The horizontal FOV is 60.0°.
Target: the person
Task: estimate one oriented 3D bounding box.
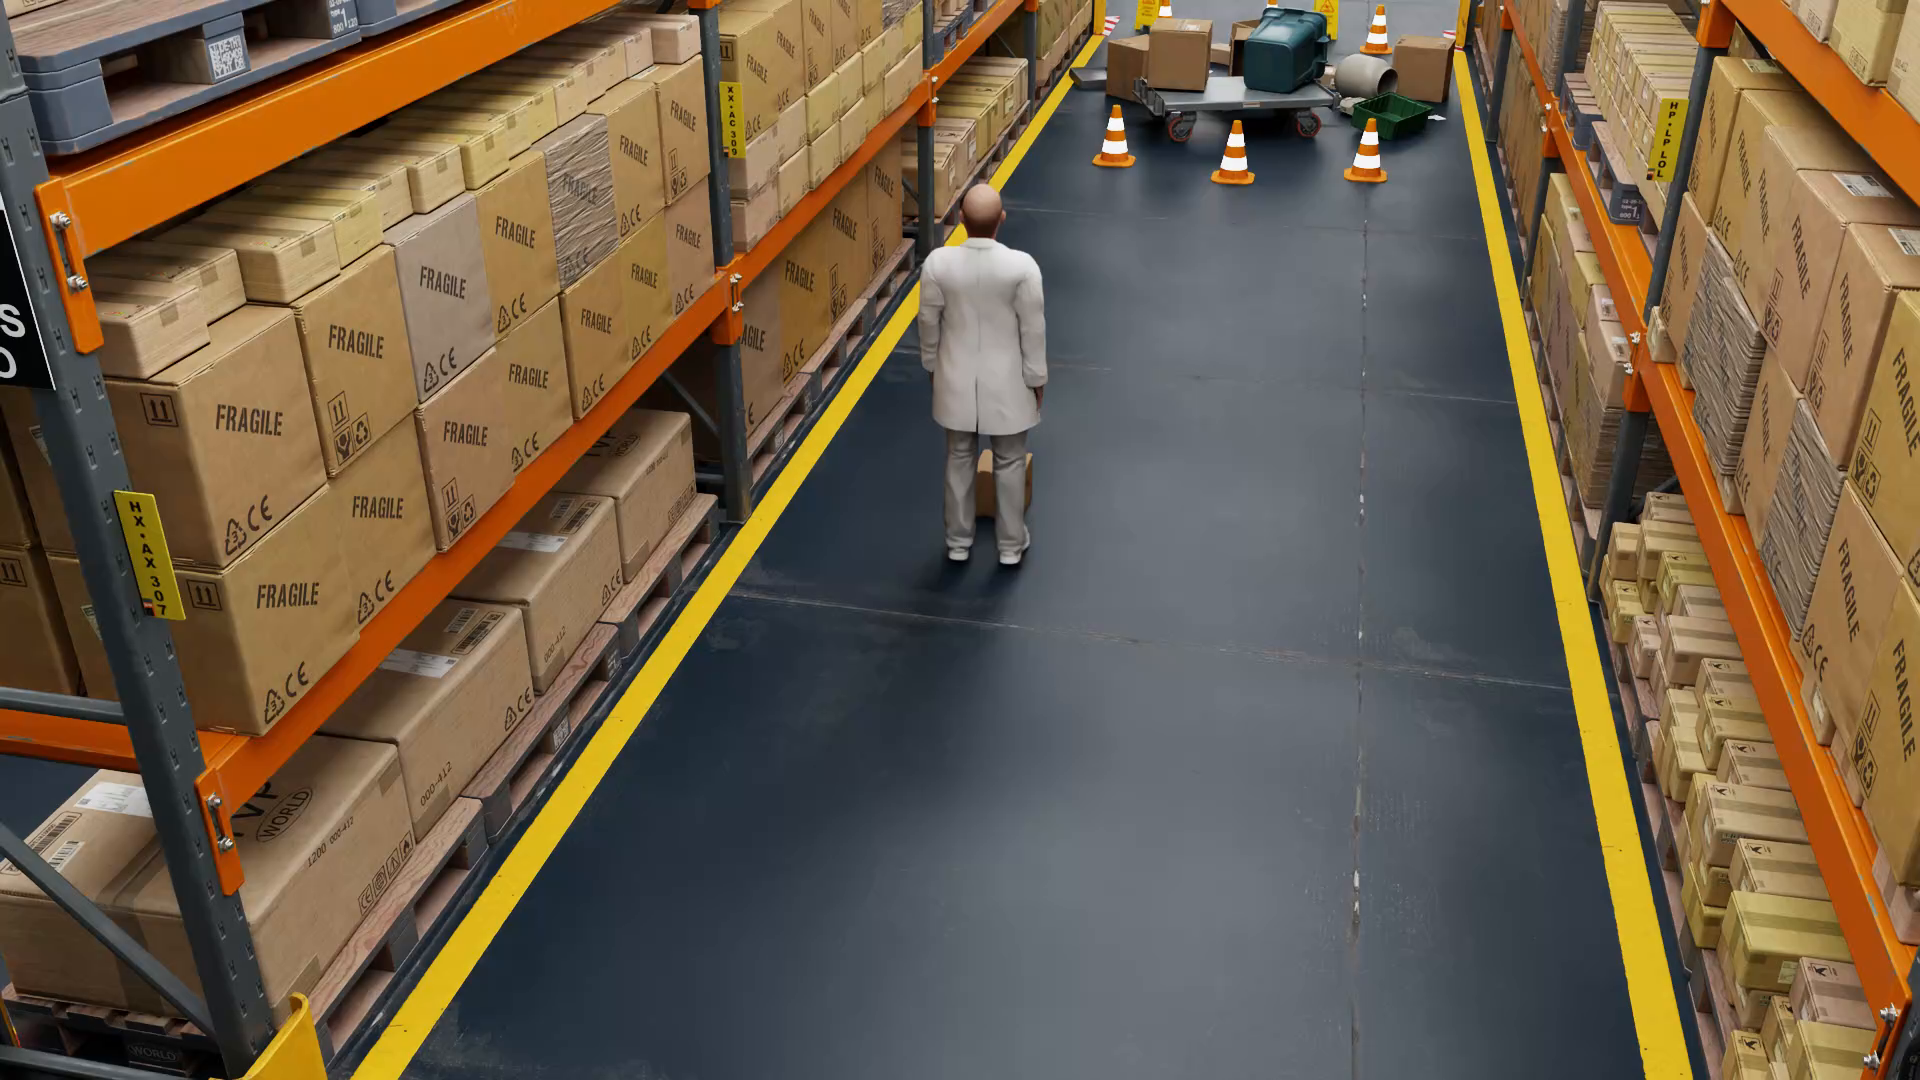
[{"bbox_3d":[0.112,-0.741,7.462,0.589,1.790,0.420,6,29,11],"label":"person"}]
